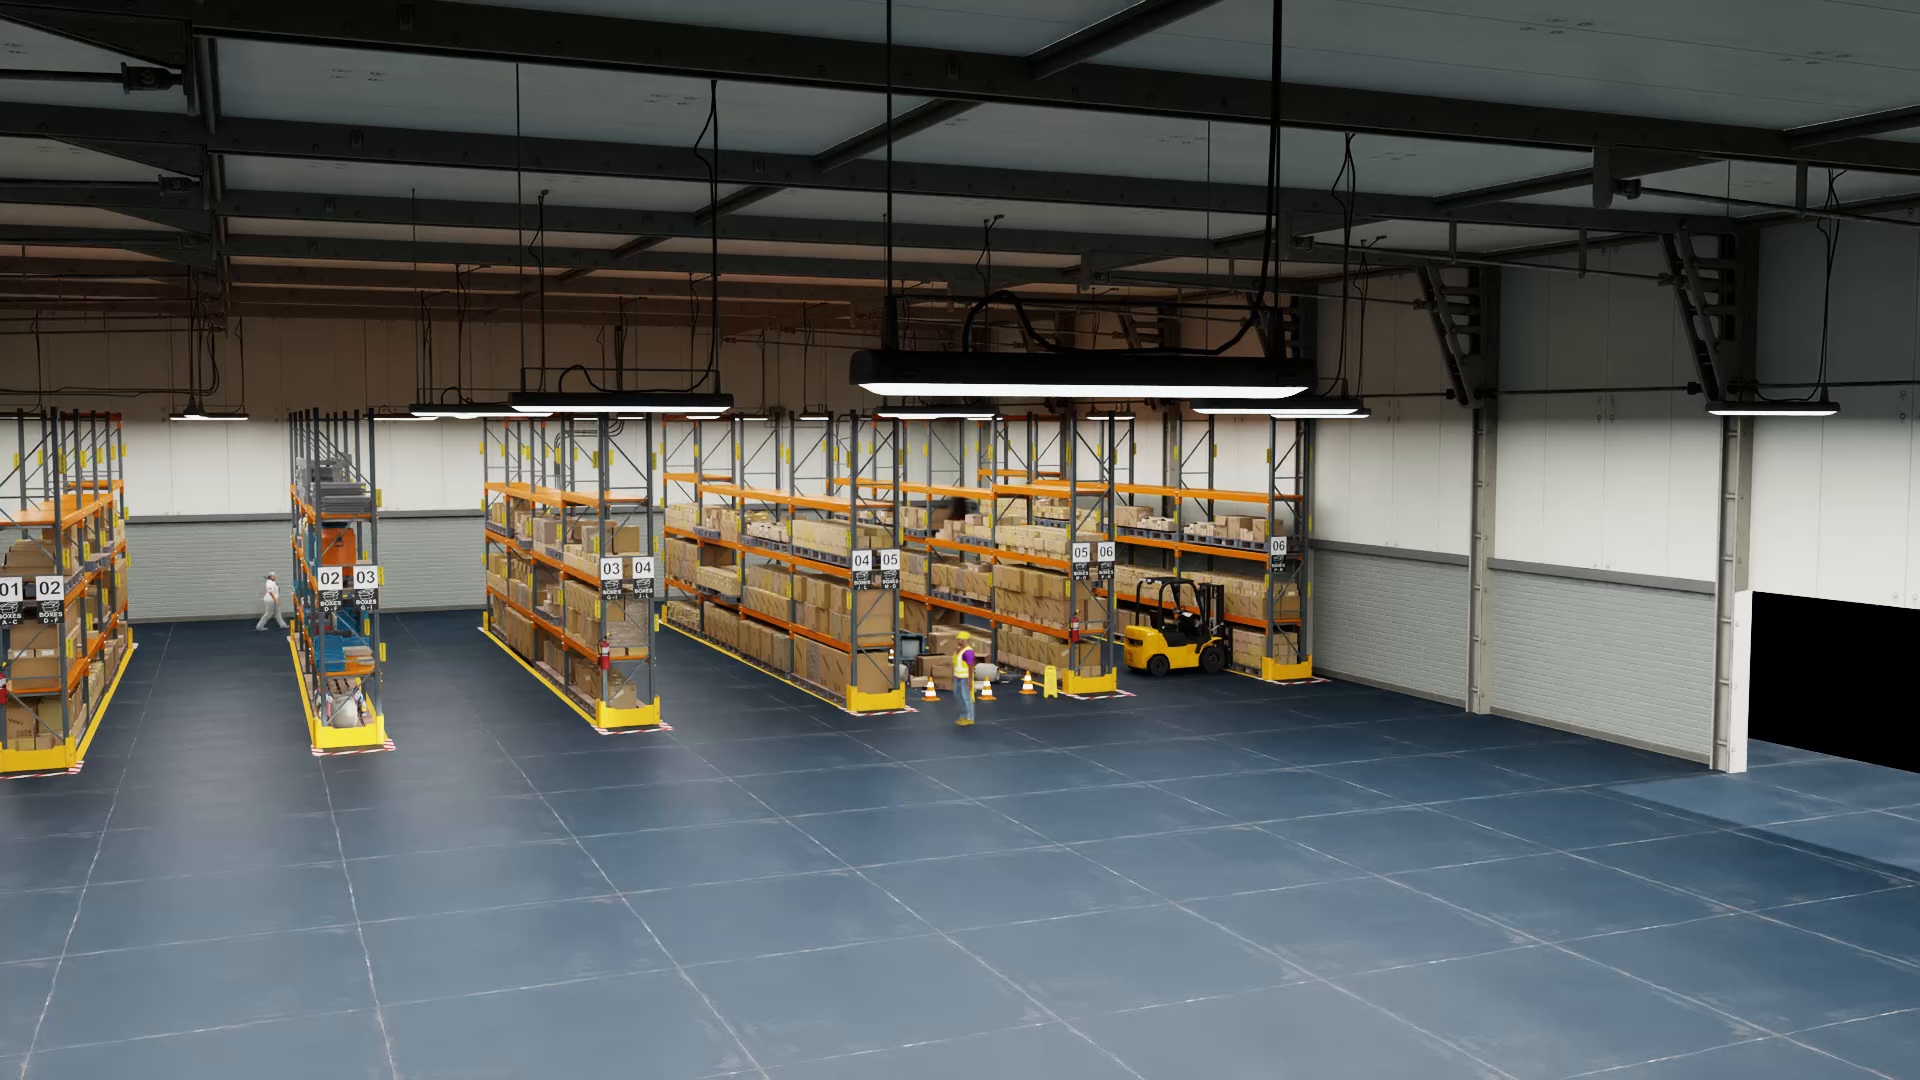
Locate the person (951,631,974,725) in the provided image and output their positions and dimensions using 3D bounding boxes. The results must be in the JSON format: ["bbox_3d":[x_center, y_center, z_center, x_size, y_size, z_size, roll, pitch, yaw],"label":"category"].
[{"bbox_3d":[0.054,2.633,31.598,0.359,1.804,0.684,-2,5,-29],"label":"person"}]

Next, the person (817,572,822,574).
[{"bbox_3d":[-3.815,1.716,44.929,0.610,1.715,0.410,3,5,36],"label":"person"}]

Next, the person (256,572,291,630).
[{"bbox_3d":[-18.996,1.676,45.992,0.992,1.603,0.562,-3,5,-38],"label":"person"}]
